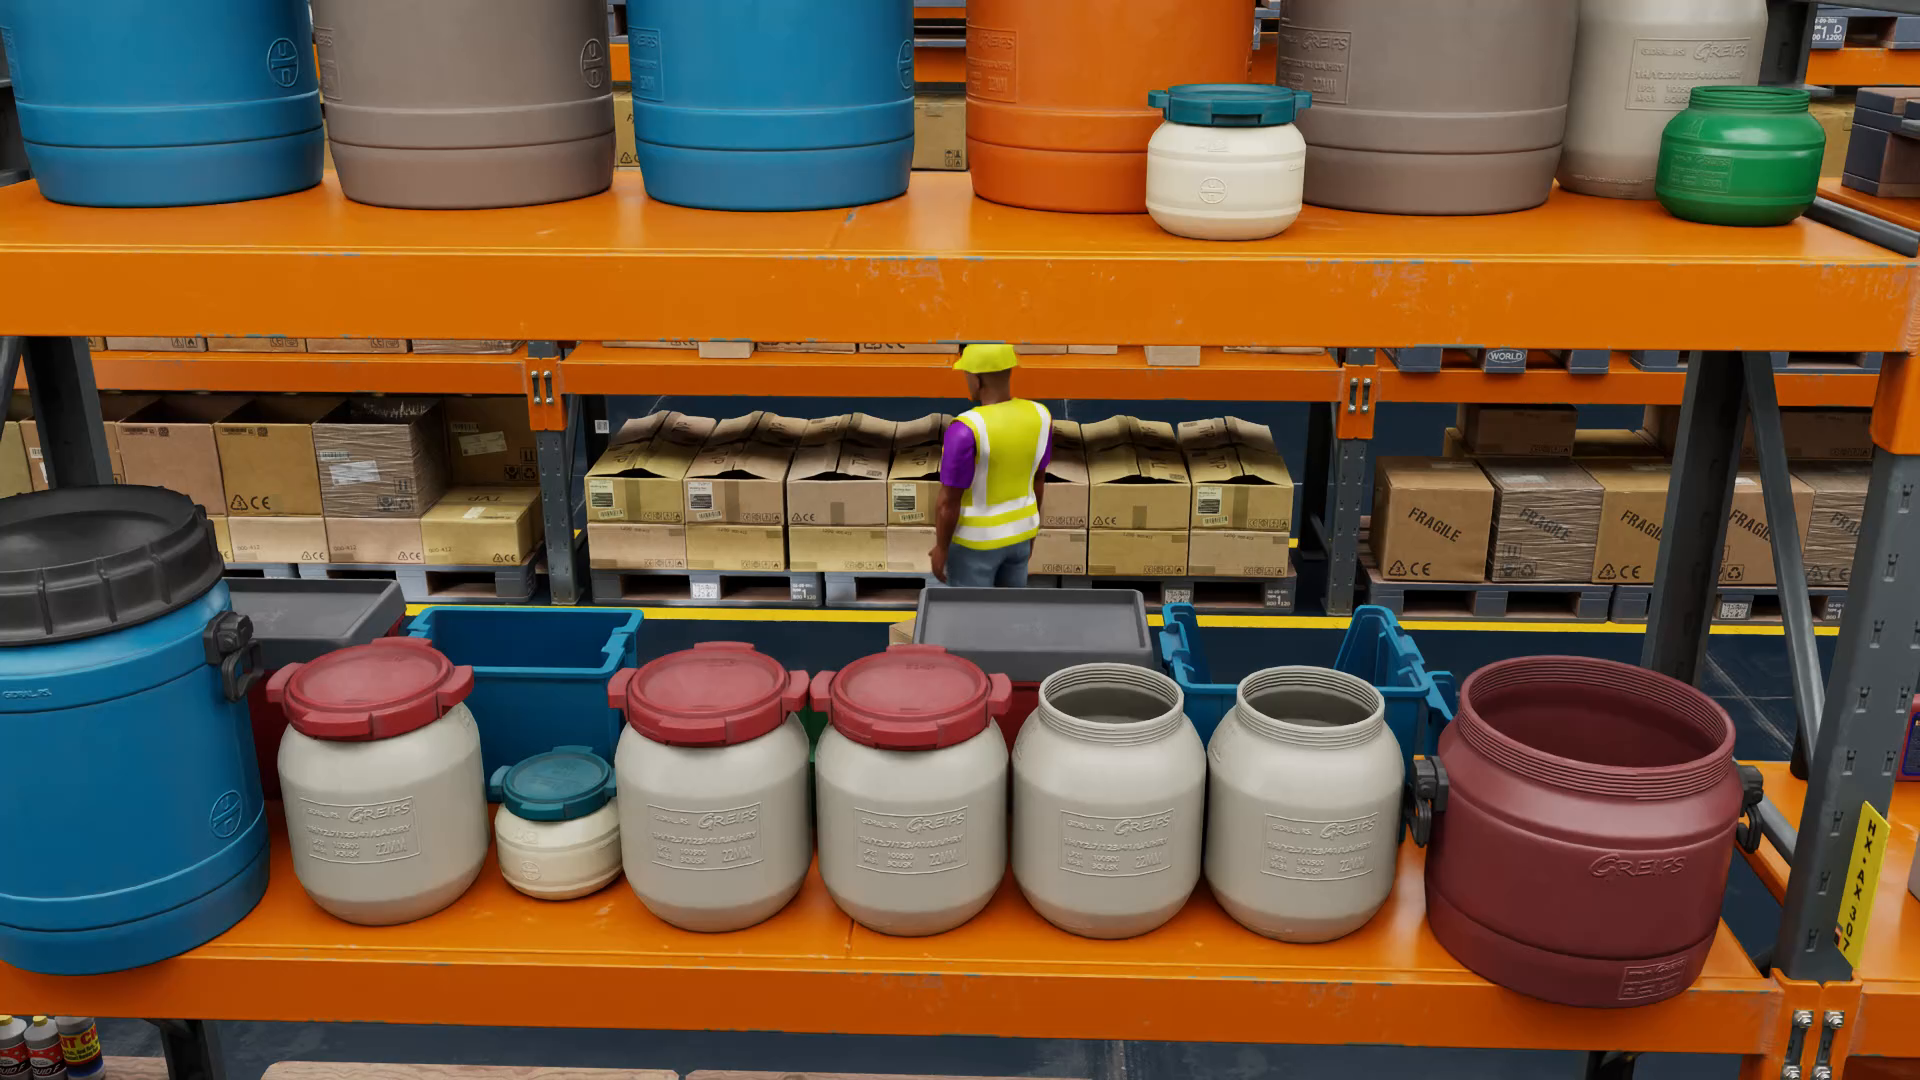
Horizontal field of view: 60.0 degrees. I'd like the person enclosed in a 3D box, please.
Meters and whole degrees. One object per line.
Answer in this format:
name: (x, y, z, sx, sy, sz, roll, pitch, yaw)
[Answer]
person: (0.084, 0.041, 7.128, 0.609, 1.633, 0.577, -16, 26, -36)
